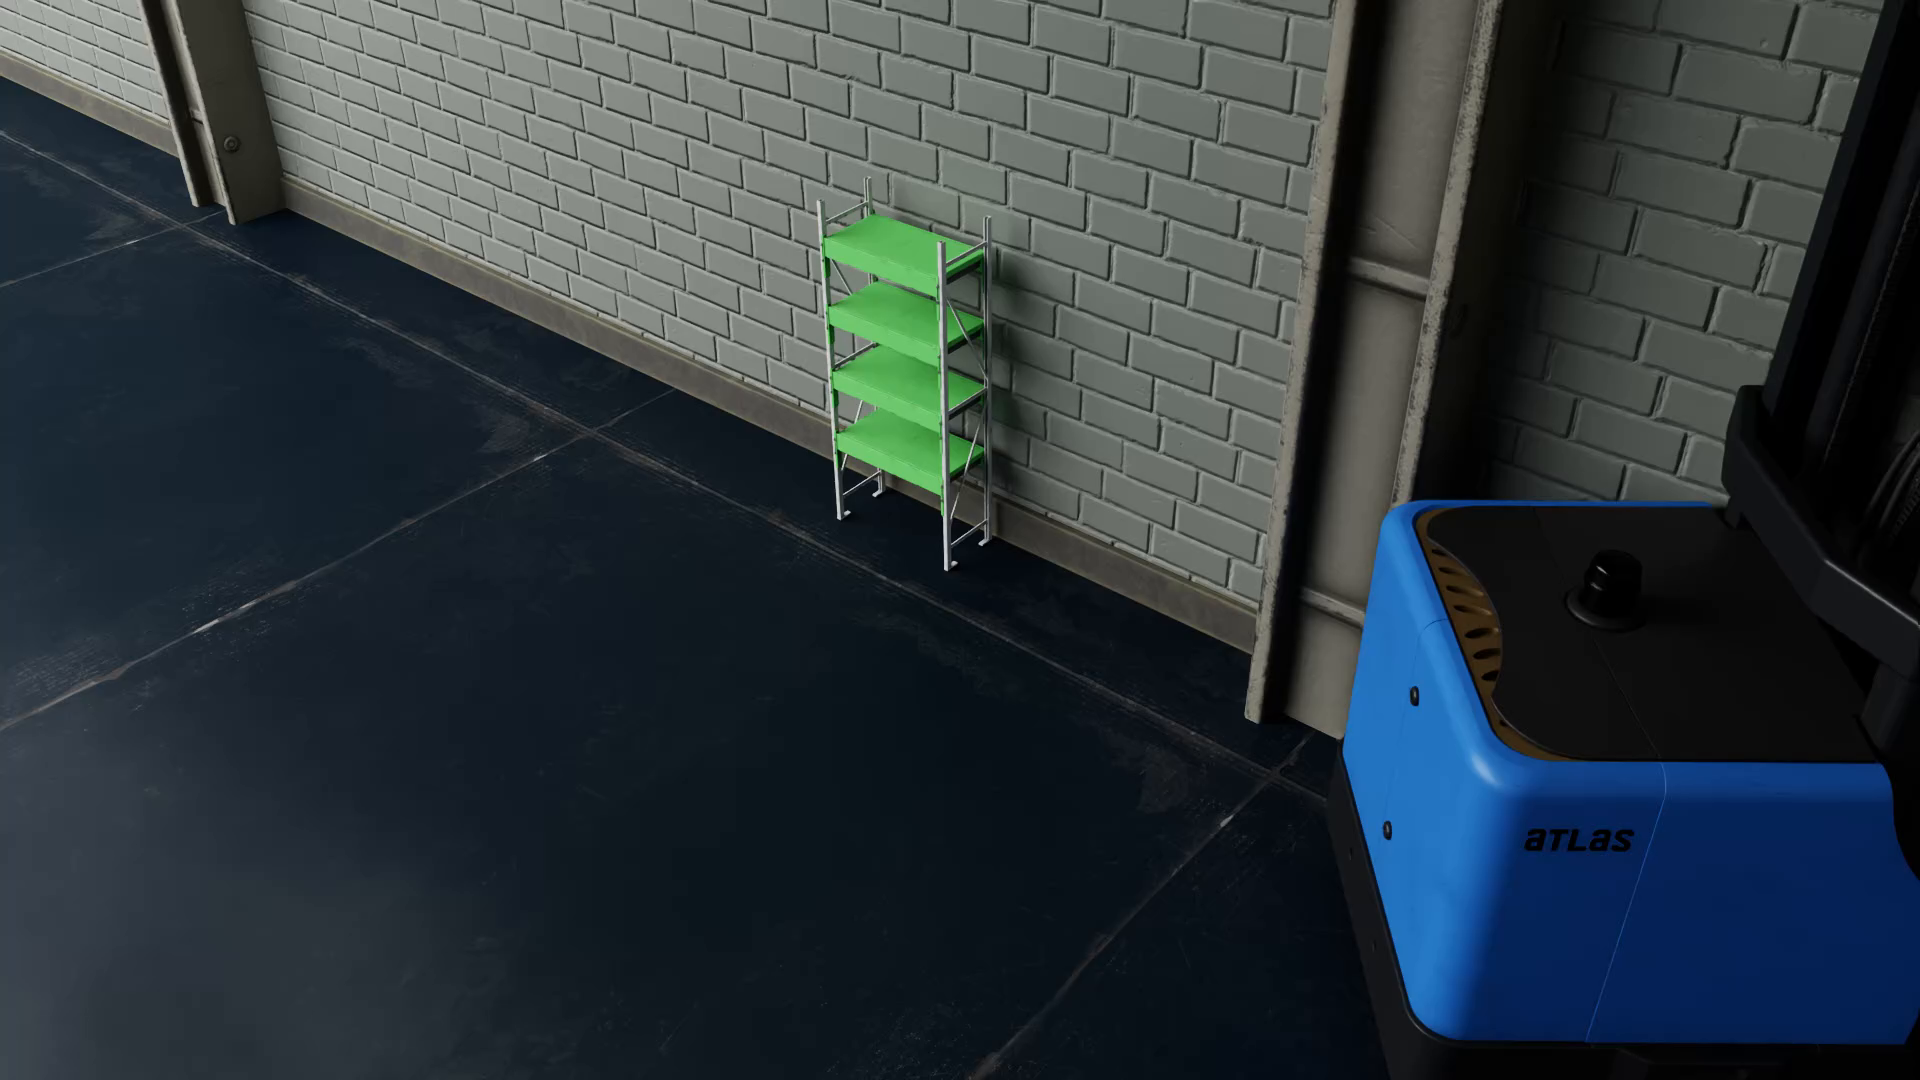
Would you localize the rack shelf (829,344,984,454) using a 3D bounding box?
[{"bbox_3d":[-0.167,-0.476,5.492,0.480,0.148,0.258,25,43,31],"label":"rack shelf"}]

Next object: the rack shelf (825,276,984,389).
[{"bbox_3d":[-0.169,-0.672,5.354,0.480,0.148,0.258,25,43,31],"label":"rack shelf"}]

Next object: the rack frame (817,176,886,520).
[{"bbox_3d":[-0.356,-0.616,5.583,0.015,1.200,0.240,25,43,31],"label":"rack frame"}]

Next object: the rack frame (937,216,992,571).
[{"bbox_3d":[0.022,-0.441,5.328,0.015,1.200,0.240,25,43,31],"label":"rack frame"}]

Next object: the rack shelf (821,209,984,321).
[{"bbox_3d":[-0.172,-0.868,5.215,0.480,0.148,0.258,25,43,31],"label":"rack shelf"}]

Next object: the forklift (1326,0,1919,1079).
[{"bbox_3d":[2.506,-0.144,3.370,3.031,2.935,1.130,0,34,0],"label":"forklift"}]

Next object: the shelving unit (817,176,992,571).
[{"bbox_3d":[-0.167,-0.529,5.455,0.503,1.200,0.258,25,43,31],"label":"shelving unit"}]

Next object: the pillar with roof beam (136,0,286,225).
[{"bbox_3d":[-6.266,-3.476,2.863,0.400,9.000,9.100,25,42,32],"label":"pillar with roof beam"}]

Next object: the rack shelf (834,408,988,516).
[{"bbox_3d":[-0.164,-0.281,5.631,0.480,0.148,0.258,25,43,31],"label":"rack shelf"}]
